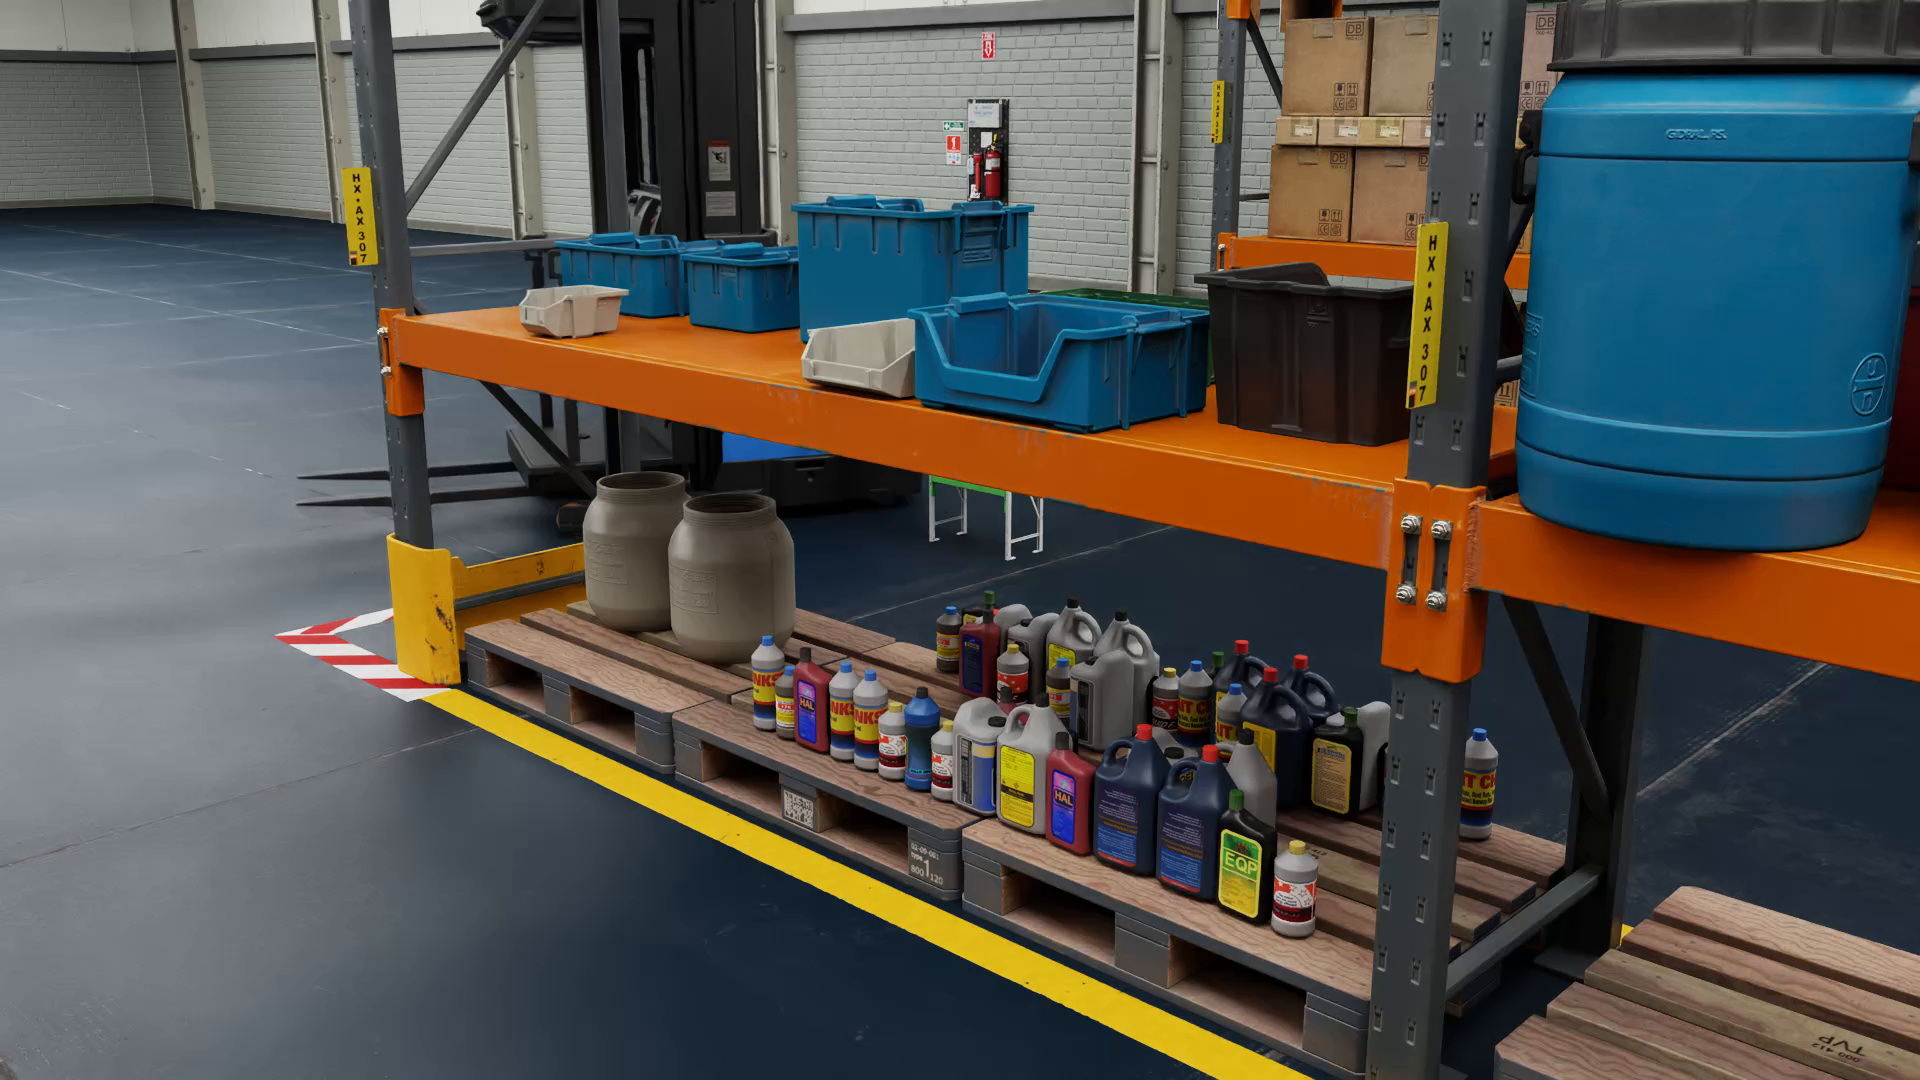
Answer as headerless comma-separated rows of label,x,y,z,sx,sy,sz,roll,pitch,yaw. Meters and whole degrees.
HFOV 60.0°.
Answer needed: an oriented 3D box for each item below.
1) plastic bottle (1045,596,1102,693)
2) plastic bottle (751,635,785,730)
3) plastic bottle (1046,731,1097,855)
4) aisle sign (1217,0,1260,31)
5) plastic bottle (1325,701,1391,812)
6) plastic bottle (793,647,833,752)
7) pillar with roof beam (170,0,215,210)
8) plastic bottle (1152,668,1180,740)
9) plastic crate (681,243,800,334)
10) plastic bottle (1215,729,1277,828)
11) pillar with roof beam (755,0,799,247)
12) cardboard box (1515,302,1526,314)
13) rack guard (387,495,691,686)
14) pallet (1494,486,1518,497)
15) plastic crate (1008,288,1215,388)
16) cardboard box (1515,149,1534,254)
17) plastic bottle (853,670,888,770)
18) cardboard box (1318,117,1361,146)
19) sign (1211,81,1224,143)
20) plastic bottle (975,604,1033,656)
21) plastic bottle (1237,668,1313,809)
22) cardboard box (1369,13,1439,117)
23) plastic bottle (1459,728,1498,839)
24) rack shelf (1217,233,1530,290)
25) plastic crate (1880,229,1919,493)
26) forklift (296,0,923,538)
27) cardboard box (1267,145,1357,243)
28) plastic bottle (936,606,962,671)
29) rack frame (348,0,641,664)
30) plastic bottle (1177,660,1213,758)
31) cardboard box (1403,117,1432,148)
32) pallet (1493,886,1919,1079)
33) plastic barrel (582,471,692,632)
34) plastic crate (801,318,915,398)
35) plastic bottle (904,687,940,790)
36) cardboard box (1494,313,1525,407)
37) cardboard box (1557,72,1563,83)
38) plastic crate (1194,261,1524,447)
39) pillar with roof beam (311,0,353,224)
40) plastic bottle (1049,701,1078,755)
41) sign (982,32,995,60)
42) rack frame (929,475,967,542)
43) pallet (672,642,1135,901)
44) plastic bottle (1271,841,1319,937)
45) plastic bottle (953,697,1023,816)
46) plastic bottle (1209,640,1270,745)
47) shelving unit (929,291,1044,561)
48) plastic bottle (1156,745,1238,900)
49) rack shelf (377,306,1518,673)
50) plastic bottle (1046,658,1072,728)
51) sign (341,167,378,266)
plastic bottle,0.356,0.348,5.029,0.144,0.351,0.185,-14,20,-42
plastic bottle,-0.566,0.417,4.923,0.097,0.271,0.097,0,15,0
plastic bottle,0.277,0.622,4.110,0.061,0.283,0.133,-13,19,-41
aisle sign,1.526,-3.177,9.020,0.004,0.787,0.394,14,20,42
plastic bottle,1.048,0.554,4.388,0.152,0.276,0.135,-14,20,-42
plastic bottle,-0.416,0.454,4.756,0.133,0.283,0.061,14,20,43
pillar with roof beam,-18.258,-10.269,29.498,0.400,9.000,9.100,14,20,42
plastic bottle,0.608,0.473,4.844,0.097,0.201,0.097,0,15,0
plastic crate,-0.623,-0.845,5.520,0.408,0.251,0.499,14,20,42
plastic bottle,0.661,0.618,3.993,0.185,0.351,0.144,14,20,42
pillar with roof beam,-5.301,-7.119,17.407,0.400,9.000,9.100,14,20,42
cardboard box,3.109,-0.986,8.902,0.500,0.500,0.500,14,20,42
rack guard,-1.568,0.150,6.366,0.348,0.500,1.175,14,20,42
pallet,3.240,-0.274,8.565,1.213,0.211,1.003,14,20,42
plastic crate,0.443,-0.551,4.517,0.662,0.188,0.450,14,20,42
cardboard box,2.848,-1.748,8.495,0.500,0.500,0.700,14,20,43
plastic bottle,-0.247,0.494,4.625,0.097,0.271,0.097,0,15,0
cardboard box,2.111,-2.172,8.834,0.250,0.149,0.380,13,19,41
sign,1.396,-2.321,9.015,0.005,0.325,0.100,14,20,42
plastic bottle,0.134,0.331,5.240,0.135,0.276,0.152,14,20,43
plastic bottle,0.832,0.514,4.391,0.185,0.351,0.144,14,20,42
cardboard box,2.534,-2.455,8.633,0.500,0.500,0.700,13,19,41
plastic bottle,1.299,0.607,4.190,0.097,0.271,0.097,0,15,0
rack shelf,3.226,-1.265,8.264,4.000,0.370,1.077,14,20,42
plastic crate,1.786,-0.366,3.262,0.583,0.464,0.402,14,20,42
forklift,-1.766,-1.580,8.182,3.031,2.935,1.130,-5,16,-20
cardboard box,2.113,-1.927,9.182,0.500,0.500,0.700,14,20,42
plastic bottle,-0.029,0.318,5.438,0.097,0.201,0.097,0,15,0
rack frame,-1.655,-1.065,6.069,0.127,3.000,1.000,14,20,42
plastic bottle,0.664,0.474,4.701,0.097,0.271,0.097,0,15,0
cardboard box,2.470,-2.083,8.494,0.250,0.149,0.380,13,20,41
pallet,1.817,1.115,3.233,1.213,0.211,1.003,14,20,42
plastic barrel,-1.128,0.037,5.941,0.421,0.512,0.421,0,15,0
plastic crate,-0.120,-0.475,4.330,0.437,0.136,0.530,14,20,42
plastic bottle,-0.101,0.530,4.489,0.097,0.271,0.097,0,15,0
cardboard box,2.748,-0.892,8.540,0.500,0.500,0.500,14,20,42
cardboard box,3.258,-2.279,7.959,0.500,0.500,0.700,14,20,42
plastic crate,0.936,-0.449,3.830,0.504,0.338,0.767,14,20,42
pillar with roof beam,-13.939,-9.219,25.468,0.400,9.000,9.100,14,20,42
plastic bottle,0.243,0.563,4.335,0.133,0.283,0.061,14,20,42
sign,0.318,-5.528,18.602,0.199,0.298,0.001,14,20,42
rack frame,-0.057,-0.594,7.834,0.015,1.200,0.240,14,20,42
pallet,-0.112,0.646,5.033,1.213,0.211,1.003,14,20,42
plastic bottle,0.747,0.770,3.706,0.097,0.201,0.097,0,15,0
plastic bottle,0.076,0.561,4.360,0.152,0.276,0.135,-14,20,-43
plastic bottle,0.796,0.455,4.619,0.185,0.351,0.144,13,19,40
shelving unit,0.119,-0.552,7.670,0.503,1.200,0.258,14,20,42
plastic bottle,0.561,0.644,3.892,0.185,0.351,0.144,13,19,41
rack shelf,-0.215,-0.366,4.816,4.000,0.370,1.077,14,20,42
plastic bottle,0.303,0.450,4.934,0.097,0.201,0.097,0,15,0
sign,-2.040,-1.099,5.654,0.005,0.325,0.100,14,20,42
